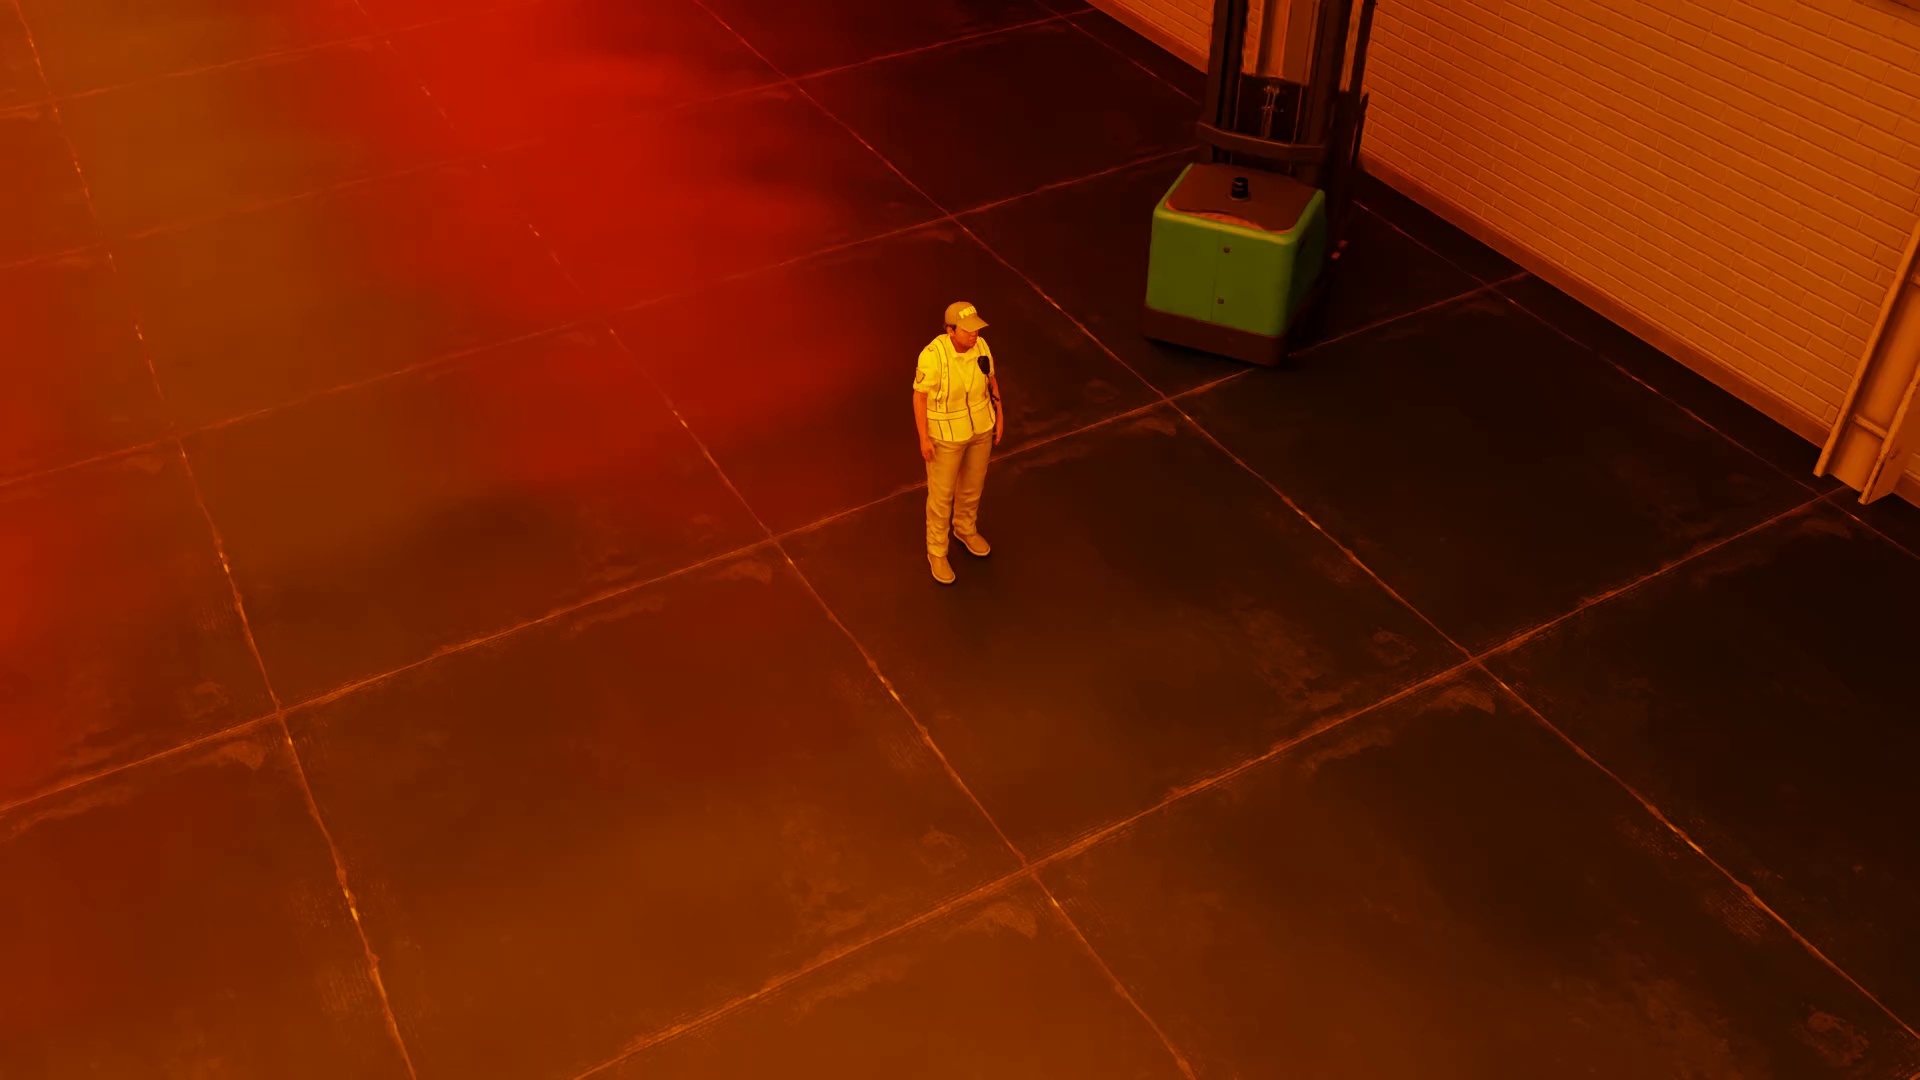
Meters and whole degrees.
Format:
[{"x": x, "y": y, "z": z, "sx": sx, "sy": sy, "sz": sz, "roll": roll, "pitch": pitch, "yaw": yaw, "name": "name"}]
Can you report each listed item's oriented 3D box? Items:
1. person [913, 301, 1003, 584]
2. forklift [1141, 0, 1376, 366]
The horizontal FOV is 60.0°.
[{"x": 0.018, "y": -0.597, "z": 9.736, "sx": 0.598, "sy": 1.670, "sz": 0.529, "roll": -20, "pitch": 44, "yaw": -23, "name": "person"}, {"x": 2.392, "y": -3.291, "z": 12.004, "sx": 1.130, "sy": 2.935, "sz": 3.031, "roll": 16, "pitch": 42, "yaw": 19, "name": "forklift"}]
